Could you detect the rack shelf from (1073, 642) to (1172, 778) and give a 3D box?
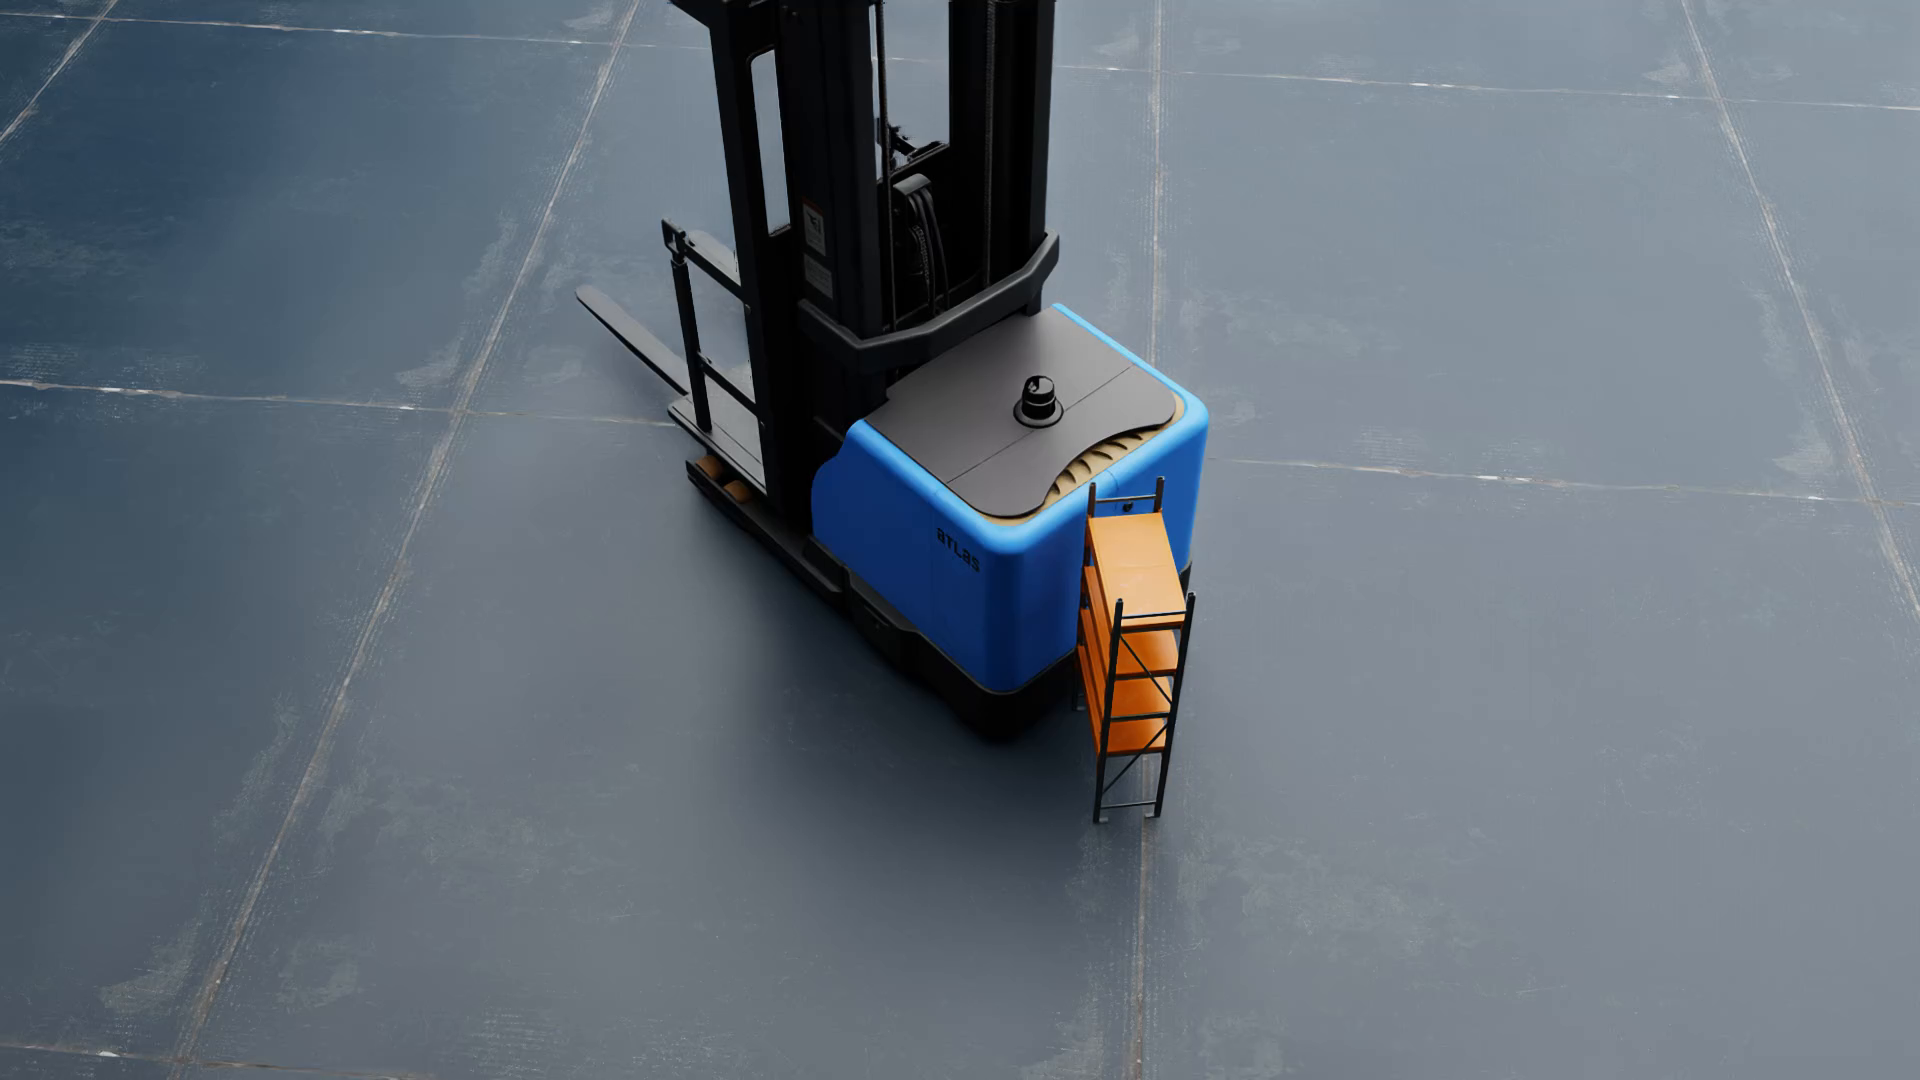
[{"bbox_3d":[0.559,0.575,5.771,0.258,0.148,0.480,-5,48,-4],"label":"rack shelf"}]

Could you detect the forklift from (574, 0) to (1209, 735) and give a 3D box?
[{"bbox_3d":[-0.479,-1.294,5.948,1.130,2.935,3.031,-33,56,-27],"label":"forklift"}]

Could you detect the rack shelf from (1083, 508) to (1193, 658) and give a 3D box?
[{"bbox_3d":[0.559,0.131,5.285,0.258,0.148,0.480,-5,48,-4],"label":"rack shelf"}]

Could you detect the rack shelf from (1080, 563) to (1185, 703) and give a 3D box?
[{"bbox_3d":[0.559,0.290,5.459,0.258,0.148,0.480,-5,48,-4],"label":"rack shelf"}]

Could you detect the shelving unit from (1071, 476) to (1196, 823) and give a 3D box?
[{"bbox_3d":[0.559,0.396,5.575,0.258,1.200,0.503,-5,48,-4],"label":"shelving unit"}]

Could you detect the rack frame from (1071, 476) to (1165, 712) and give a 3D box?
[{"bbox_3d":[0.532,0.217,5.738,0.240,1.200,0.015,-5,48,-4],"label":"rack frame"}]

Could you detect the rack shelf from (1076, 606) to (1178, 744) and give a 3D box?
[{"bbox_3d":[0.559,0.441,5.624,0.258,0.148,0.480,-5,48,-4],"label":"rack shelf"}]

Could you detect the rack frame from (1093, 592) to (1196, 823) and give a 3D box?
[{"bbox_3d":[0.586,0.575,5.411,0.240,1.200,0.015,-5,48,-4],"label":"rack frame"}]
